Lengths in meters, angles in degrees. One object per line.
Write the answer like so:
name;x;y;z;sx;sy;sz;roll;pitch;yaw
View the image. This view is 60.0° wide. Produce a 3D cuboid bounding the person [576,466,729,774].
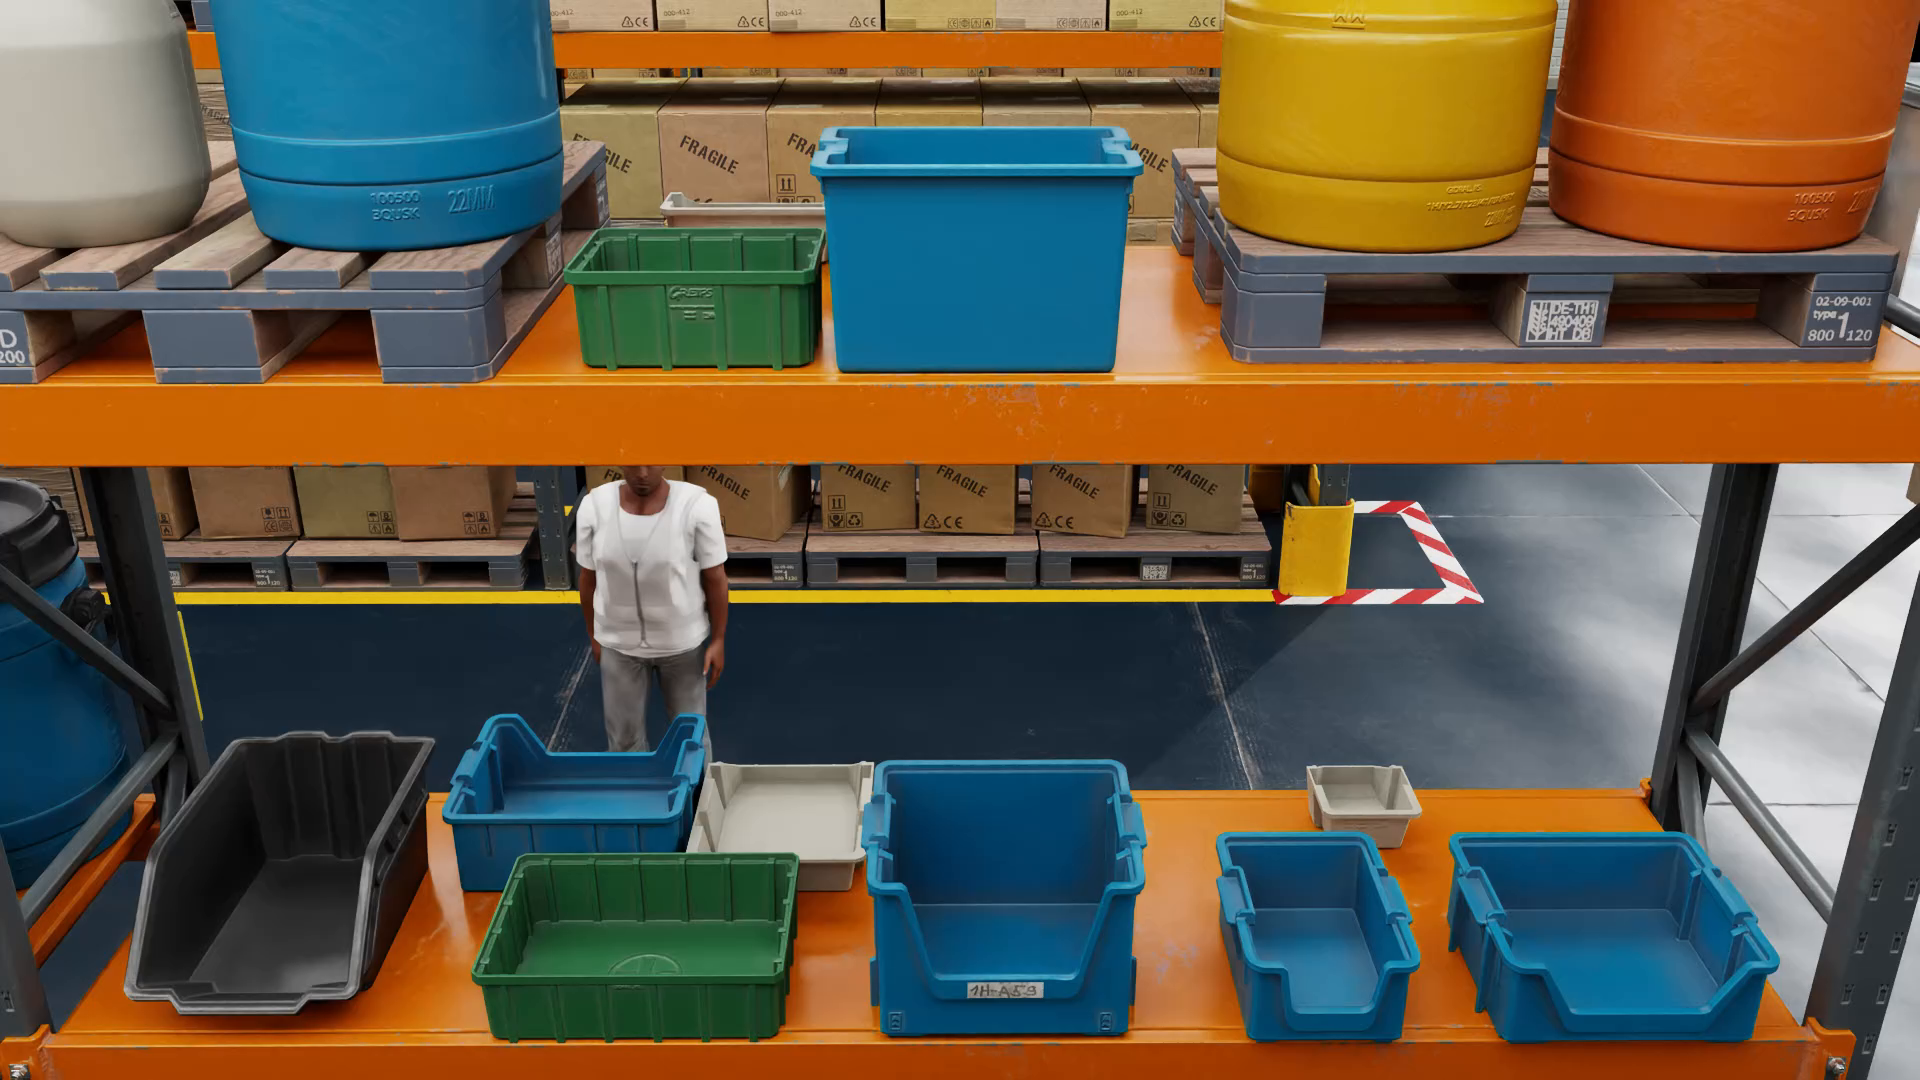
person;-1.143;0.384;6.230;0.564;1.767;0.417;0;24;1
